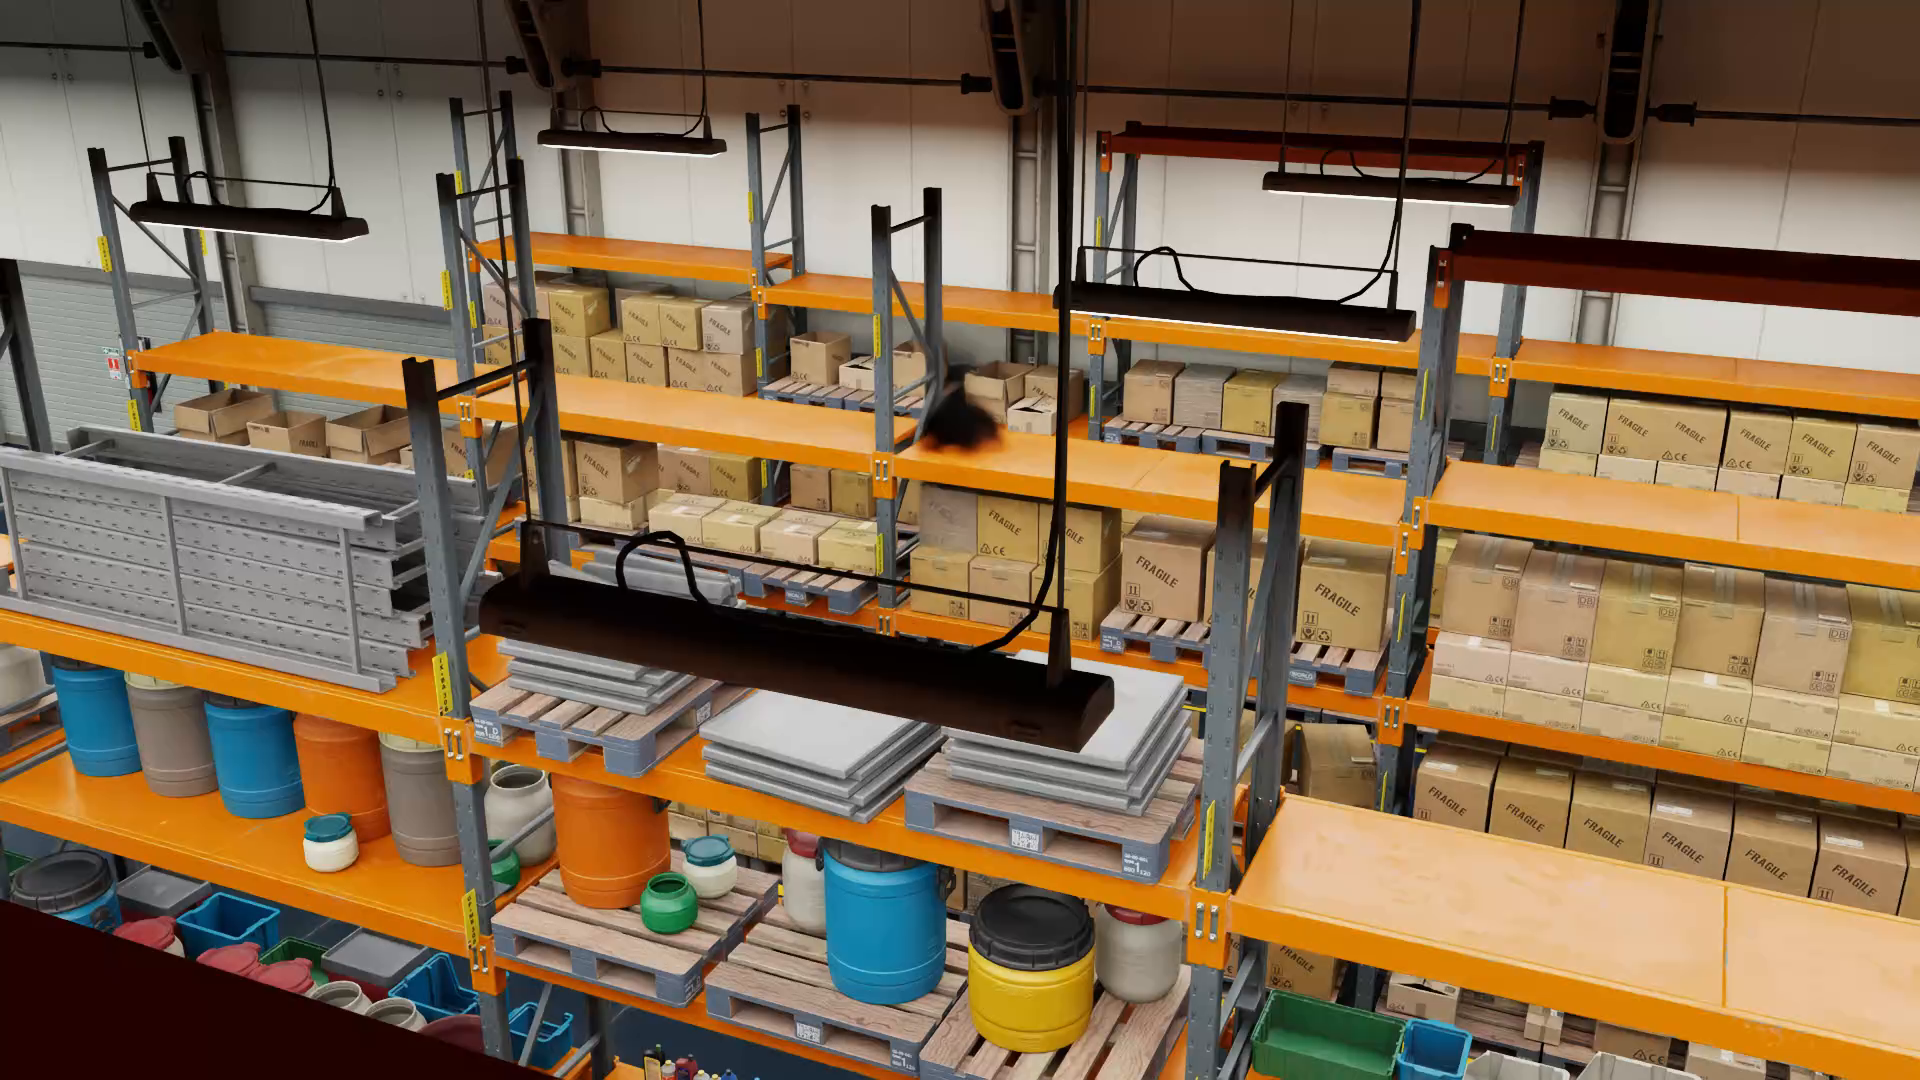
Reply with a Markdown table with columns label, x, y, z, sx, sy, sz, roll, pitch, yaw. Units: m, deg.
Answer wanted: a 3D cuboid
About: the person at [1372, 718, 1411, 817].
| label | x | y | z | sx | sy | sz | roll | pitch | yaw |
| --- | --- | --- | --- | --- | --- | --- | --- | --- | --- |
| person | 3.731 | 2.266 | 14.343 | 0.901 | 1.689 | 0.604 | 12 | 24 | 29 |
